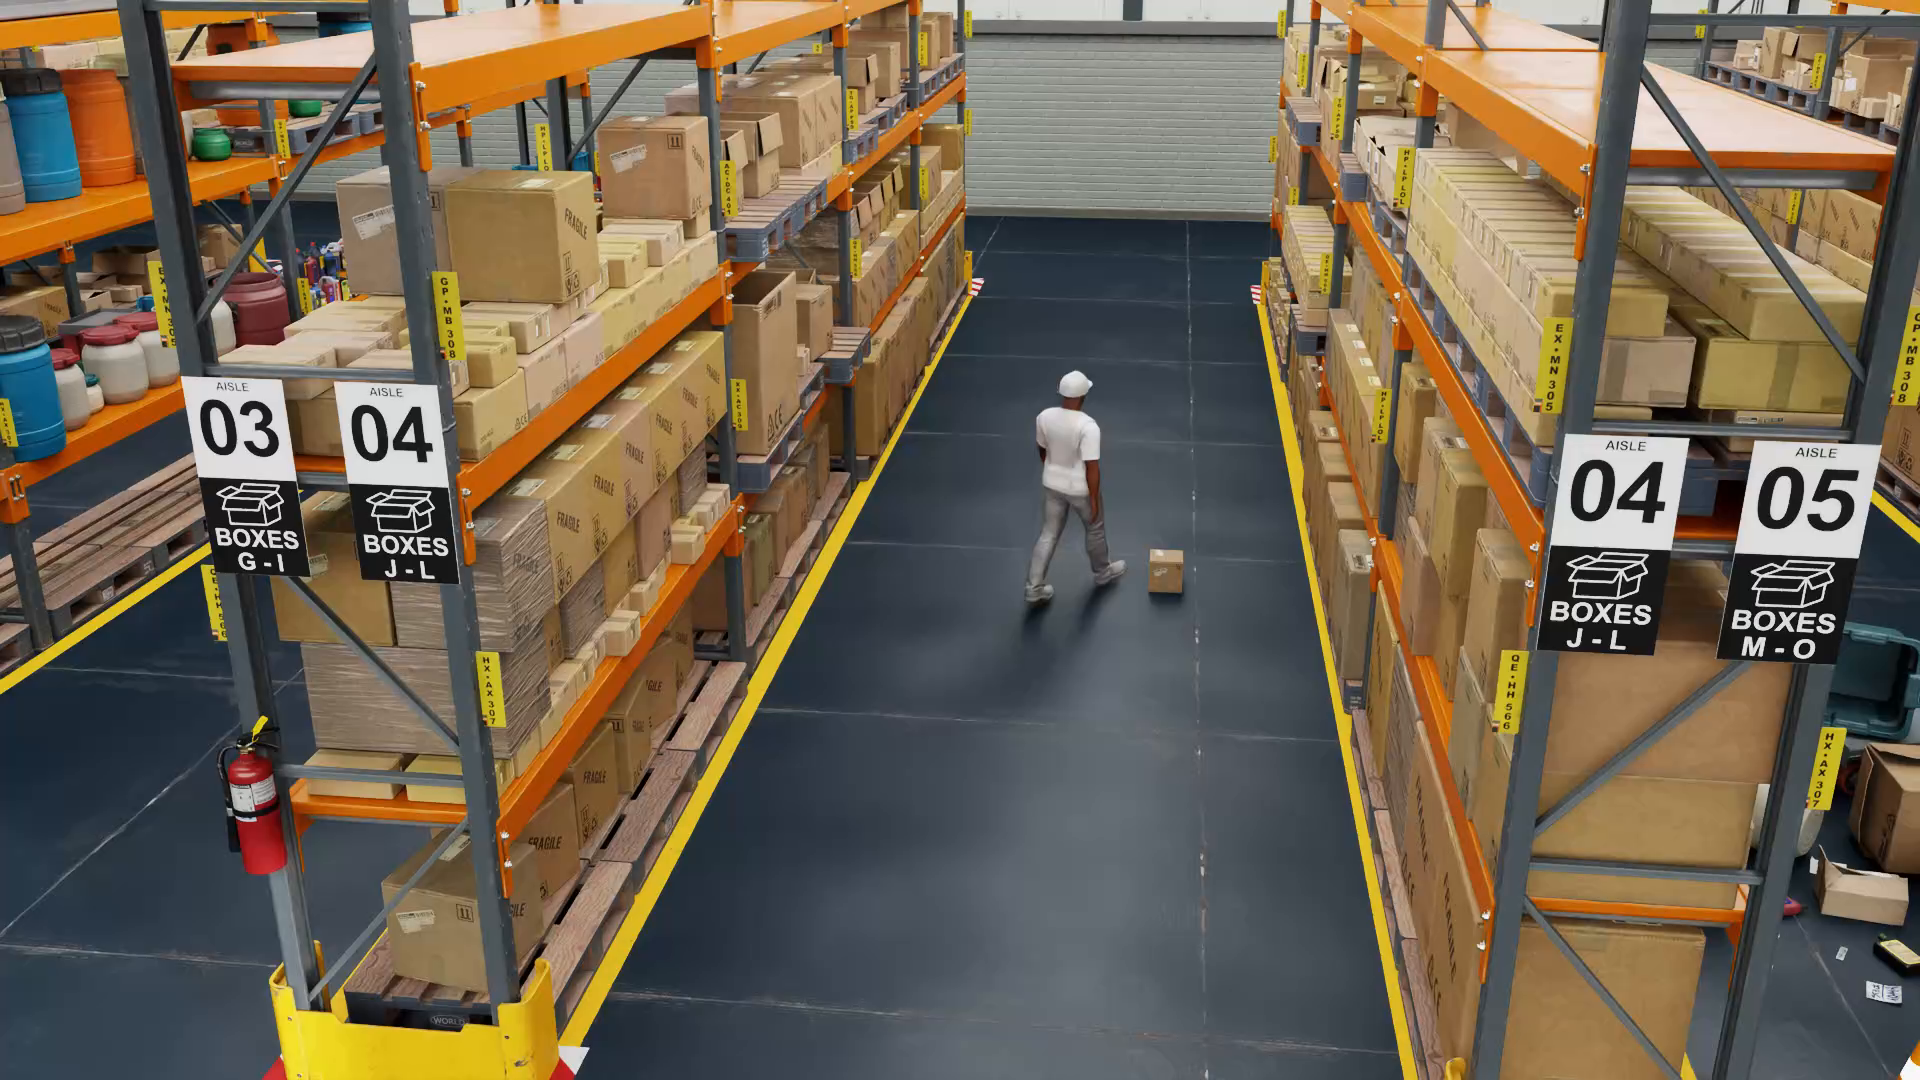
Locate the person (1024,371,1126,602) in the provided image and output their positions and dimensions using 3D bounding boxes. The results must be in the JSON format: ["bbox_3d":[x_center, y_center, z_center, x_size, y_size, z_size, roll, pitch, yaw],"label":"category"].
[{"bbox_3d":[0.847,-0.420,12.165,0.608,1.727,1.009,14,25,33],"label":"person"}]
